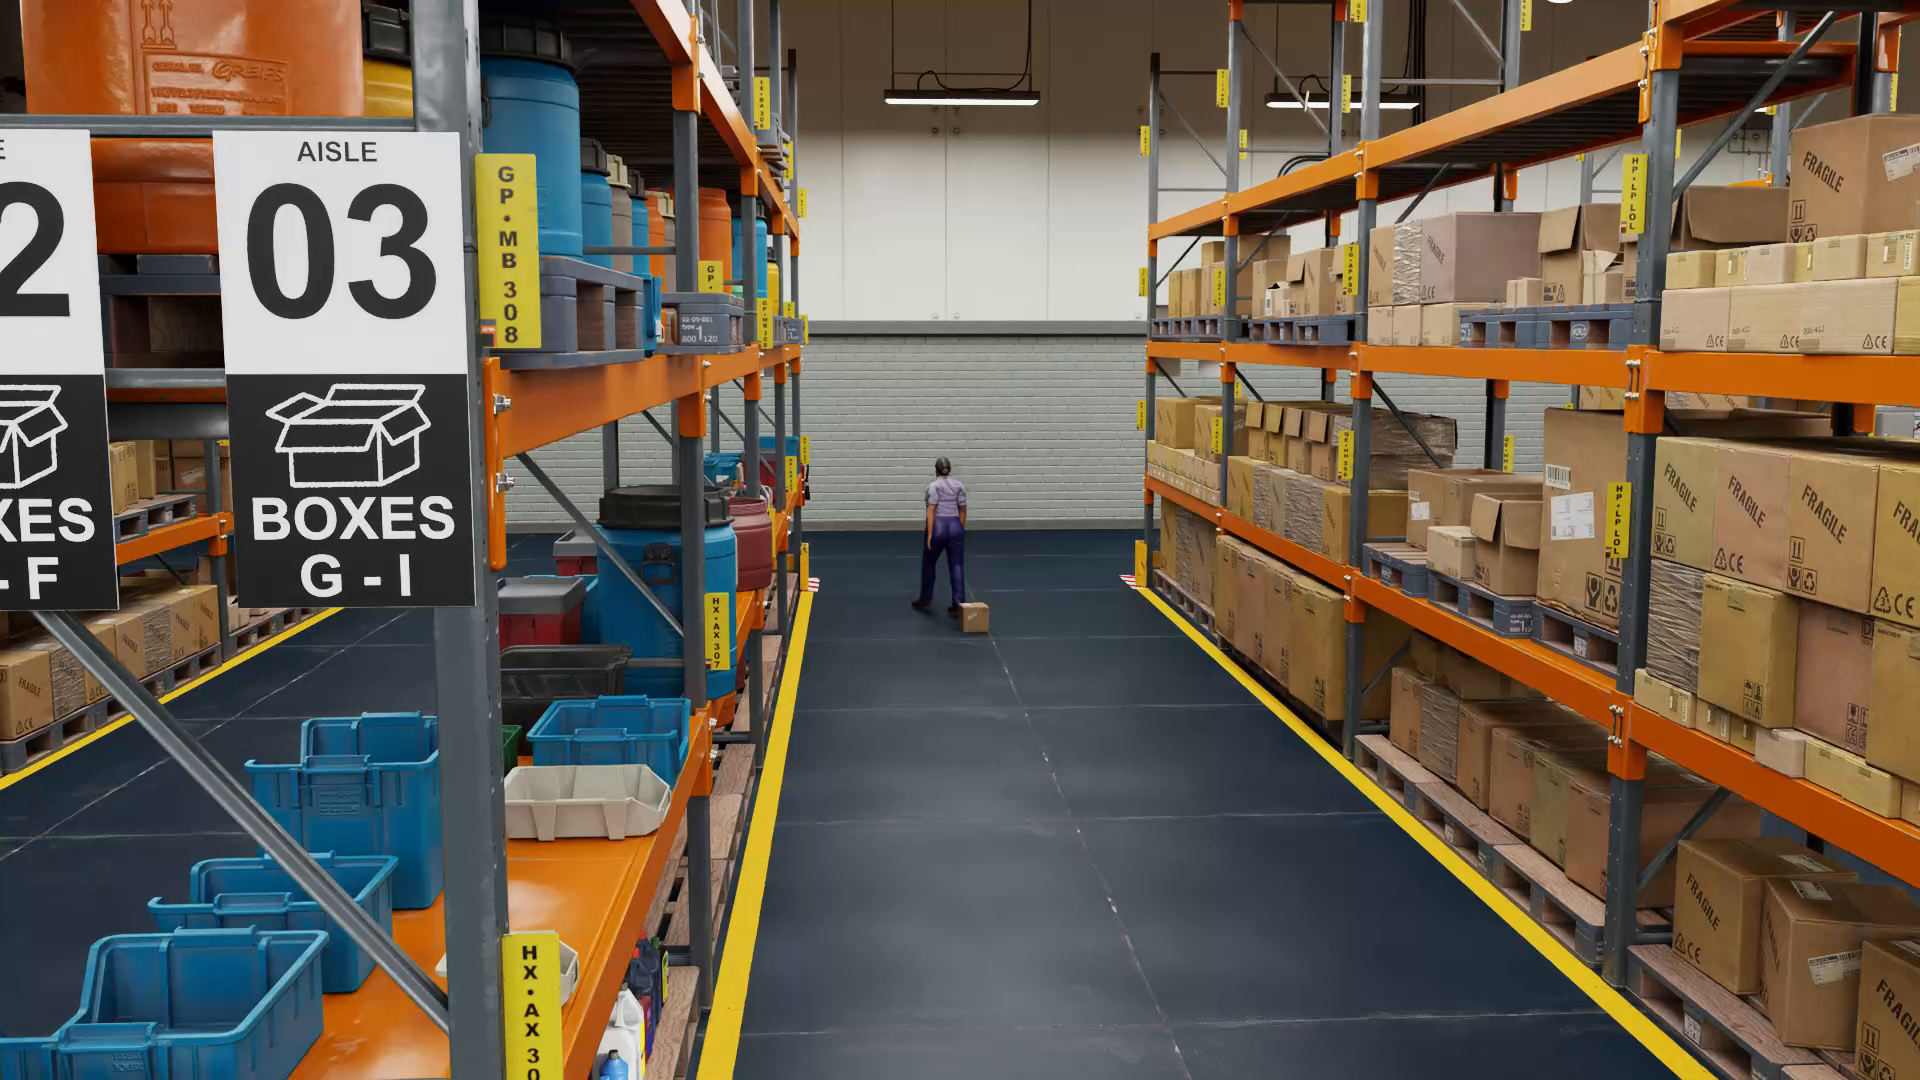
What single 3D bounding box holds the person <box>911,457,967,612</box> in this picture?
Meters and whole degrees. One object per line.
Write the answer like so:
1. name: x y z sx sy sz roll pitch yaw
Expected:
1. person: -0.166 -0.066 17.330 0.506 1.603 0.892 -3 7 -21
